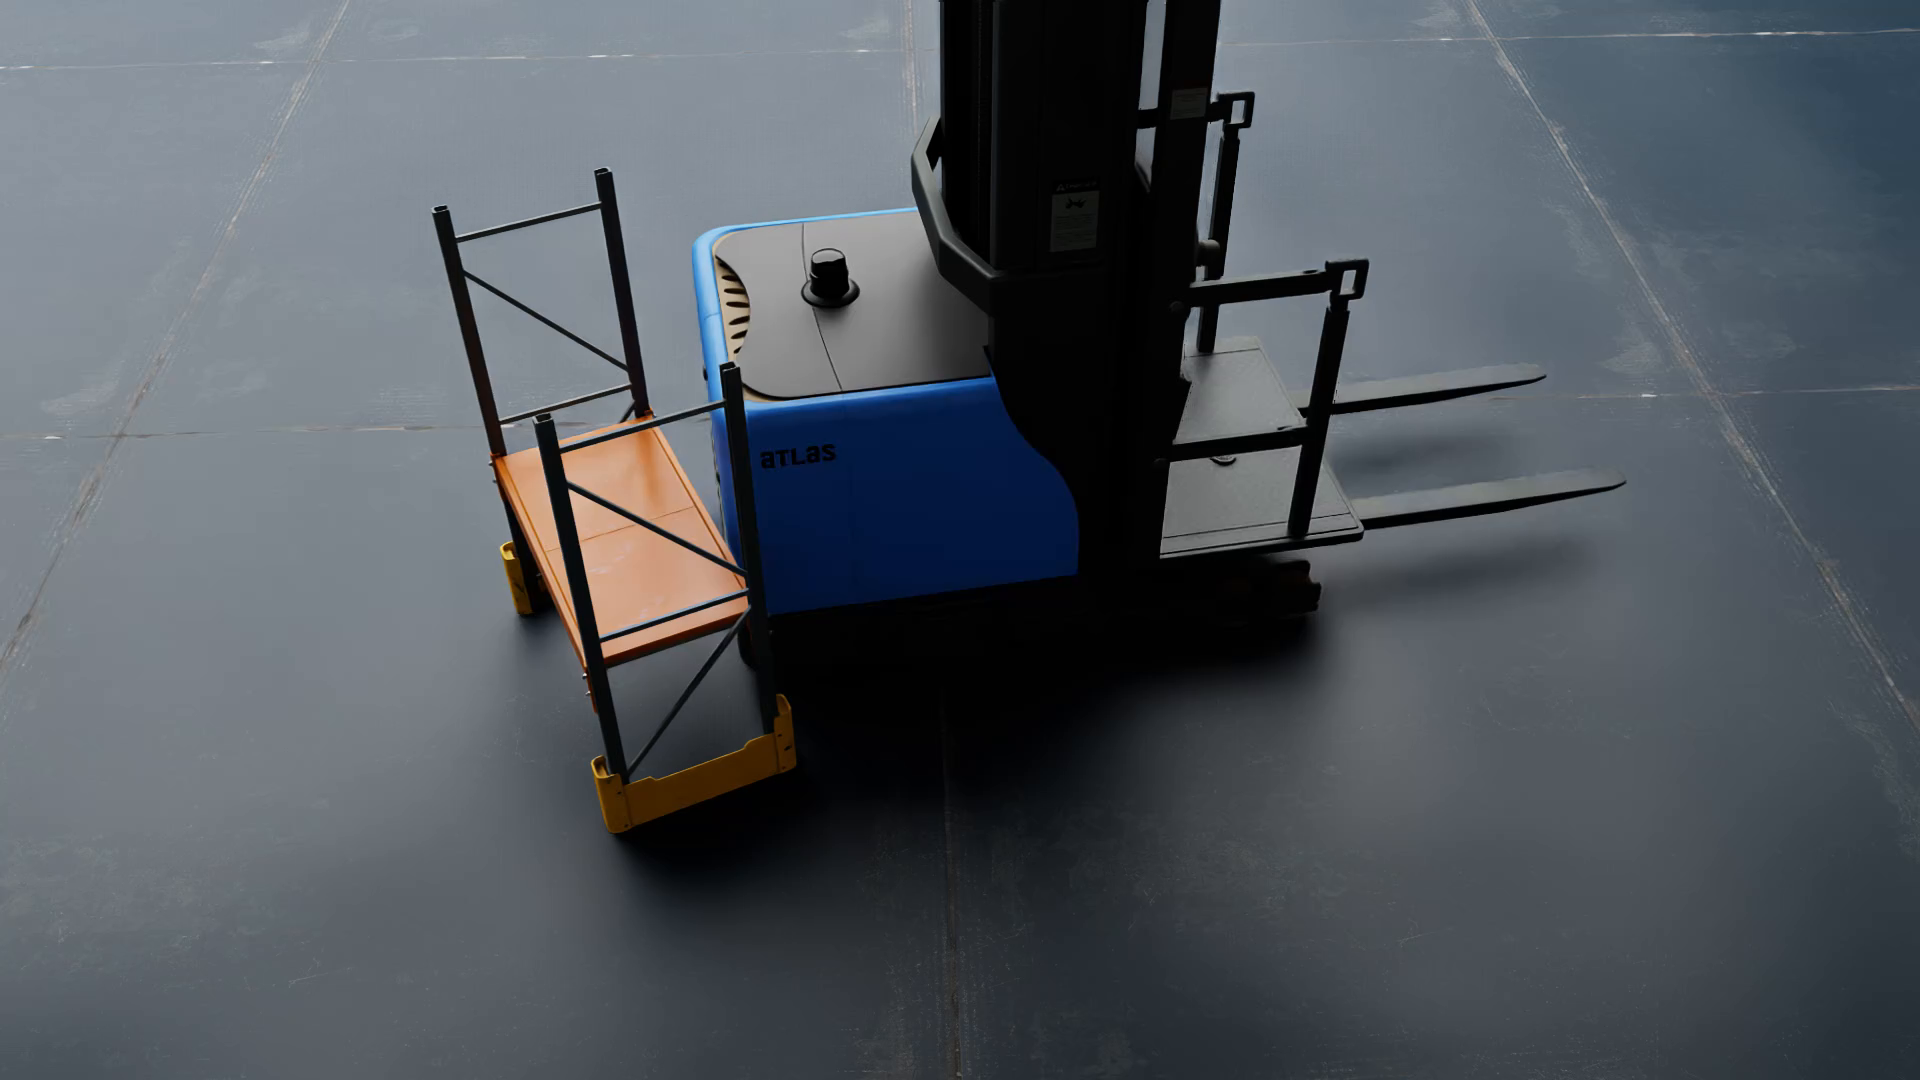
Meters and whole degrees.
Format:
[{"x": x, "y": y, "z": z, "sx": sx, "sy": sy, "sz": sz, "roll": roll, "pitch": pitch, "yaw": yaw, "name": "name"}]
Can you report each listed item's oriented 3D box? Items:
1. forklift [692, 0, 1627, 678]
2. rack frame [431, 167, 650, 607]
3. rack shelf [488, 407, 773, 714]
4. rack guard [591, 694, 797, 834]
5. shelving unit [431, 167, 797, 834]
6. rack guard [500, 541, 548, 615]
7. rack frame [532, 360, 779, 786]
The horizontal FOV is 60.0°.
[{"x": 0.713, "y": -1.141, "z": 4.825, "sx": 3.031, "sy": 2.935, "sz": 1.130, "roll": -7, "pitch": 43, "yaw": -8, "name": "forklift"}, {"x": -1.206, "y": -0.414, "z": 5.092, "sx": 0.500, "sy": 1.500, "sz": 0.032, "roll": -18, "pitch": 46, "yaw": -19, "name": "rack frame"}, {"x": -0.982, "y": 0.027, "z": 4.877, "sx": 0.538, "sy": 0.185, "sz": 1.000, "roll": -18, "pitch": 46, "yaw": -19, "name": "rack shelf"}, {"x": -0.767, "y": 0.652, "z": 4.854, "sx": 0.587, "sy": 0.250, "sz": 0.087, "roll": -18, "pitch": 46, "yaw": -19, "name": "rack guard"}, {"x": -0.986, "y": -0.111, "z": 4.761, "sx": 0.587, "sy": 1.500, "sz": 1.083, "roll": -18, "pitch": 46, "yaw": -19, "name": "shelving unit"}, {"x": -1.205, "y": 0.048, "z": 5.513, "sx": 0.587, "sy": 0.250, "sz": 0.087, "roll": -18, "pitch": 46, "yaw": -19, "name": "rack guard"}, {"x": -0.758, "y": 0.203, "z": 4.419, "sx": 0.500, "sy": 1.500, "sz": 0.032, "roll": -18, "pitch": 46, "yaw": -19, "name": "rack frame"}]
